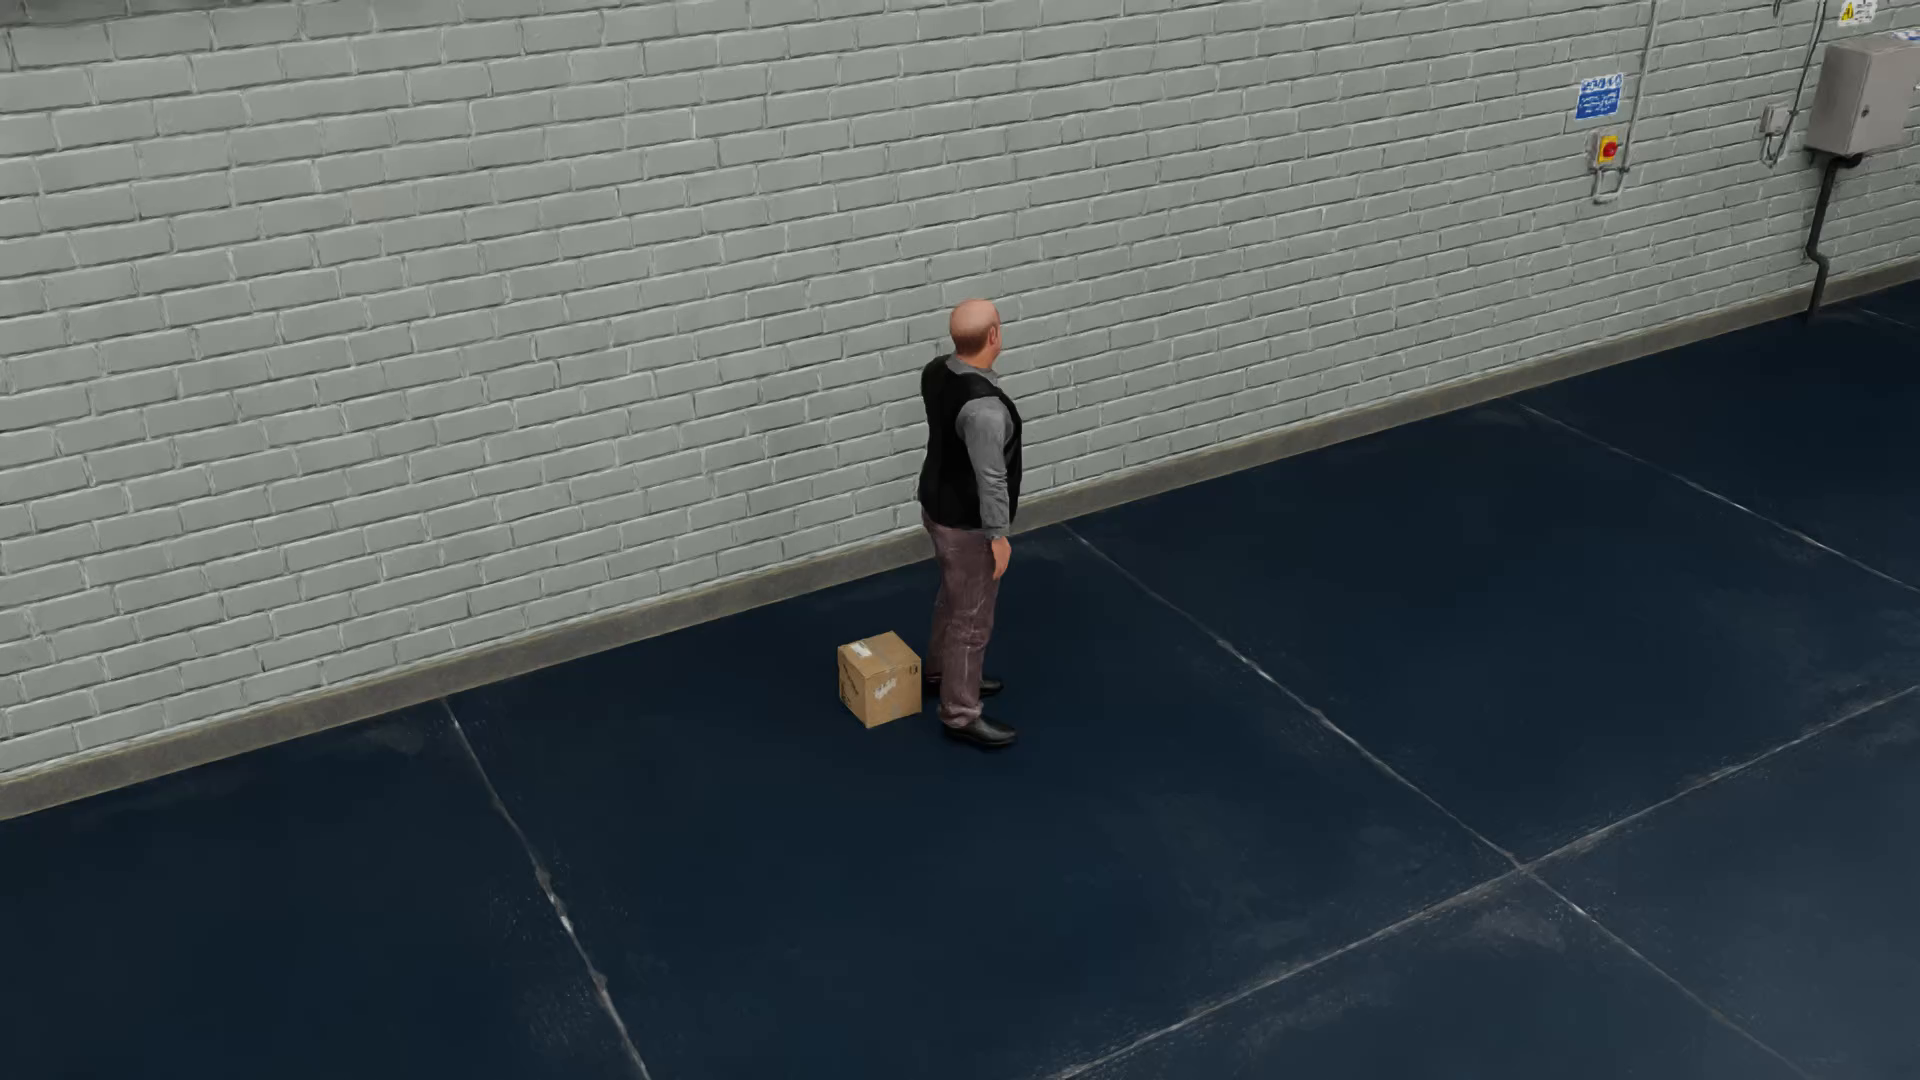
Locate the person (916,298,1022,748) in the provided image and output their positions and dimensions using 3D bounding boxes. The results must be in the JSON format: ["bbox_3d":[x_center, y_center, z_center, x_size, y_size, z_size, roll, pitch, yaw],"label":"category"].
[{"bbox_3d":[0.040,-0.071,6.258,0.365,1.728,0.594,-7,30,-13],"label":"person"}]
